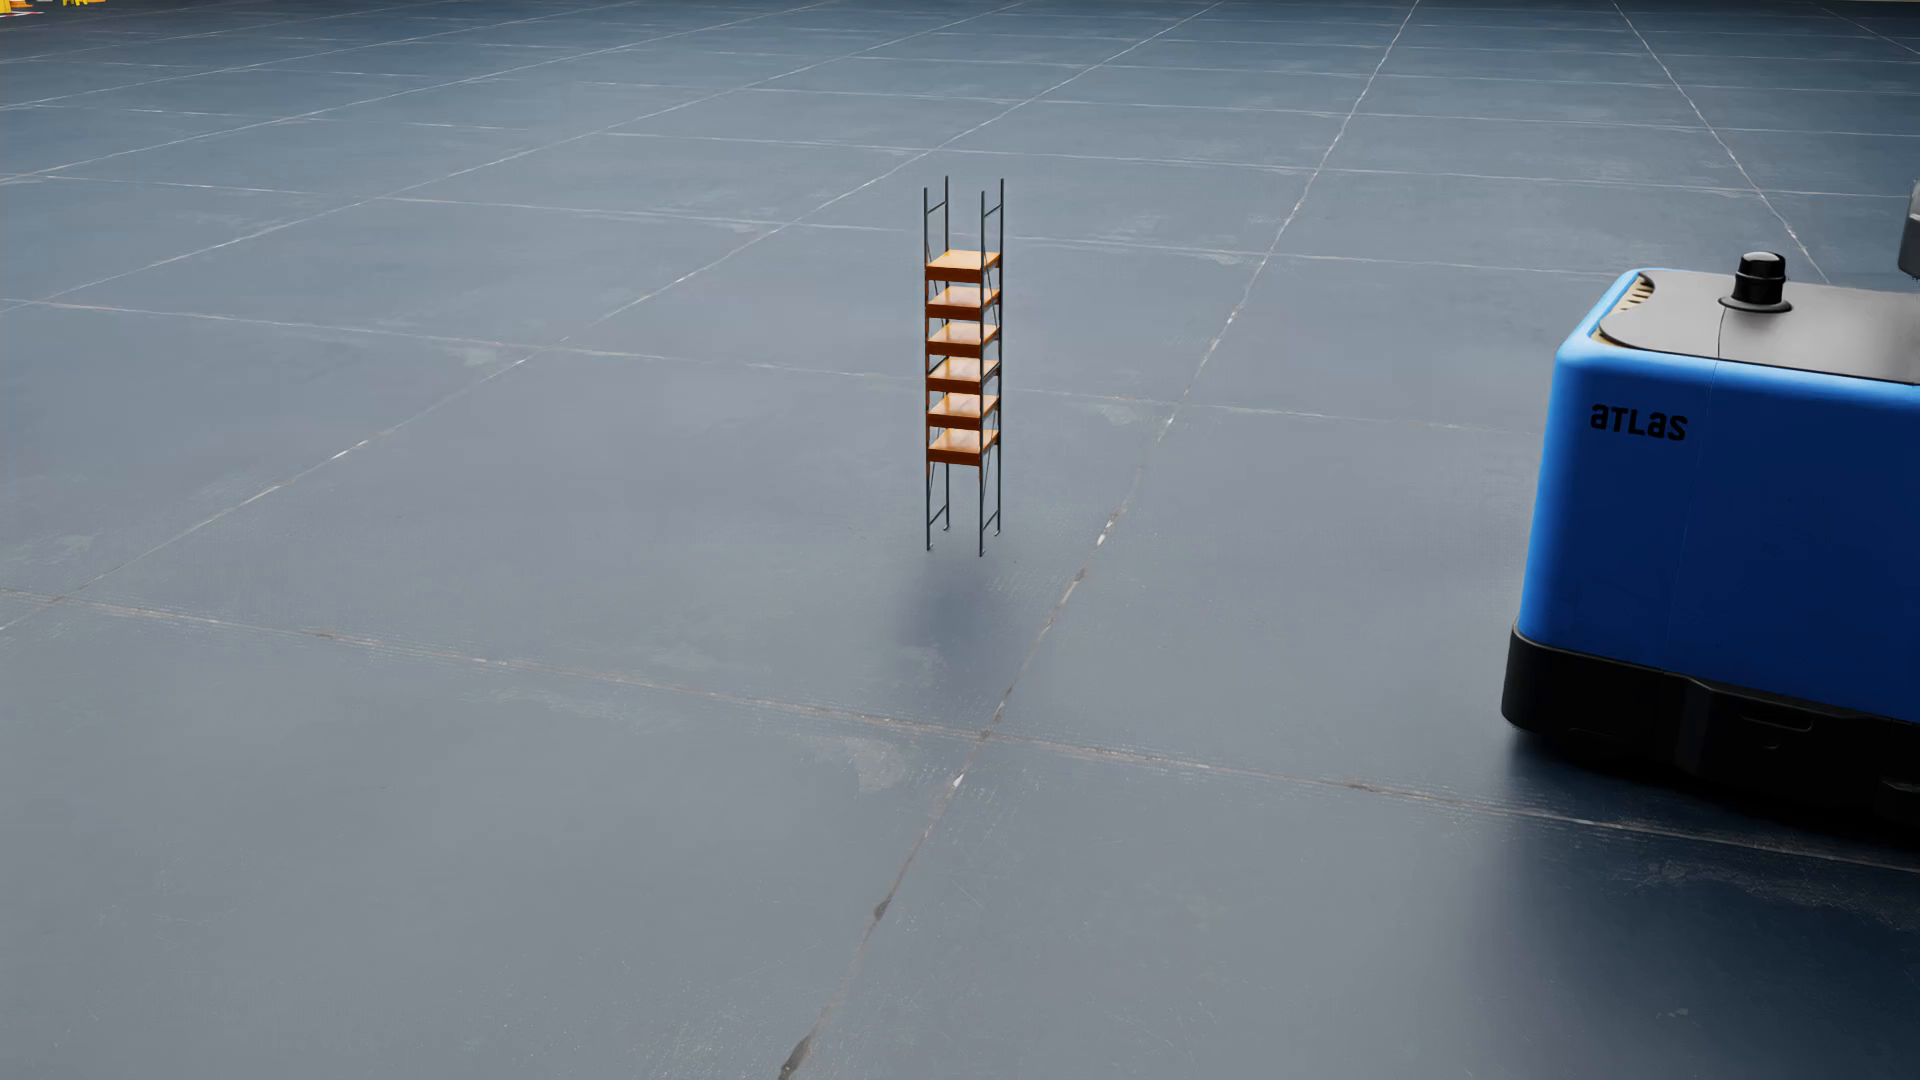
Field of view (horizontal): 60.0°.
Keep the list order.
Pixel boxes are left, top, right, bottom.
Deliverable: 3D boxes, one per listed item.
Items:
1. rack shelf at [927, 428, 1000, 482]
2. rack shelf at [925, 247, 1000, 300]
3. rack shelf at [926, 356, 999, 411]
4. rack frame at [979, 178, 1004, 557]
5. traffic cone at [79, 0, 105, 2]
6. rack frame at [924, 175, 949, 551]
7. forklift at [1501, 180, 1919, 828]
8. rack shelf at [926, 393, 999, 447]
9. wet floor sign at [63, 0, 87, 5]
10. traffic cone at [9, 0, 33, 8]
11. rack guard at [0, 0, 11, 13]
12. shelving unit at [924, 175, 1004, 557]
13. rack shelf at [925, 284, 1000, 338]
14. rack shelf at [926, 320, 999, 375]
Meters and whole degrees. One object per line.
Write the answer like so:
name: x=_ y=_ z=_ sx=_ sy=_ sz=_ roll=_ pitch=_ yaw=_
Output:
rack shelf: x=0.014 y=-0.290 z=5.497 sx=0.180 sy=0.103 sz=0.258 roll=7 pitch=23 yaw=16
rack shelf: x=0.014 y=-0.845 z=5.270 sx=0.180 sy=0.103 sz=0.258 roll=7 pitch=23 yaw=16
rack shelf: x=0.014 y=-0.512 z=5.406 sx=0.180 sy=0.103 sz=0.258 roll=7 pitch=23 yaw=16
rack frame: x=0.101 y=-0.544 z=5.365 sx=0.006 sy=1.200 sz=0.240 roll=7 pitch=23 yaw=16
traffic cone: x=-13.951 y=-8.860 z=26.611 sx=0.334 sy=0.463 sz=0.336 roll=7 pitch=23 yaw=16
rack frame: x=-0.074 y=-0.564 z=5.414 sx=0.006 sy=1.200 sz=0.240 roll=7 pitch=23 yaw=16
forklift: x=2.947 y=-0.708 z=3.486 sx=3.031 sy=2.935 sz=1.130 roll=12 pitch=25 yaw=27
rack shelf: x=0.014 y=-0.401 z=5.452 sx=0.180 sy=0.103 sz=0.258 roll=7 pitch=23 yaw=16
wet floor sign: x=-13.905 y=-8.713 z=26.013 sx=0.232 sy=0.644 sz=0.267 roll=3 pitch=22 yaw=6
traffic cone: x=-14.603 y=-8.487 z=25.701 sx=0.334 sy=0.463 sz=0.336 roll=7 pitch=23 yaw=16
rack guard: x=-14.482 y=-7.927 z=24.288 sx=0.348 sy=0.500 sz=1.175 roll=7 pitch=23 yaw=16
shelving unit: x=0.014 y=-0.554 z=5.389 sx=0.189 sy=1.200 sz=0.258 roll=7 pitch=23 yaw=16
rack shelf: x=0.014 y=-0.734 z=5.315 sx=0.180 sy=0.103 sz=0.258 roll=7 pitch=23 yaw=16
rack shelf: x=0.014 y=-0.623 z=5.361 sx=0.180 sy=0.103 sz=0.258 roll=7 pitch=23 yaw=16
